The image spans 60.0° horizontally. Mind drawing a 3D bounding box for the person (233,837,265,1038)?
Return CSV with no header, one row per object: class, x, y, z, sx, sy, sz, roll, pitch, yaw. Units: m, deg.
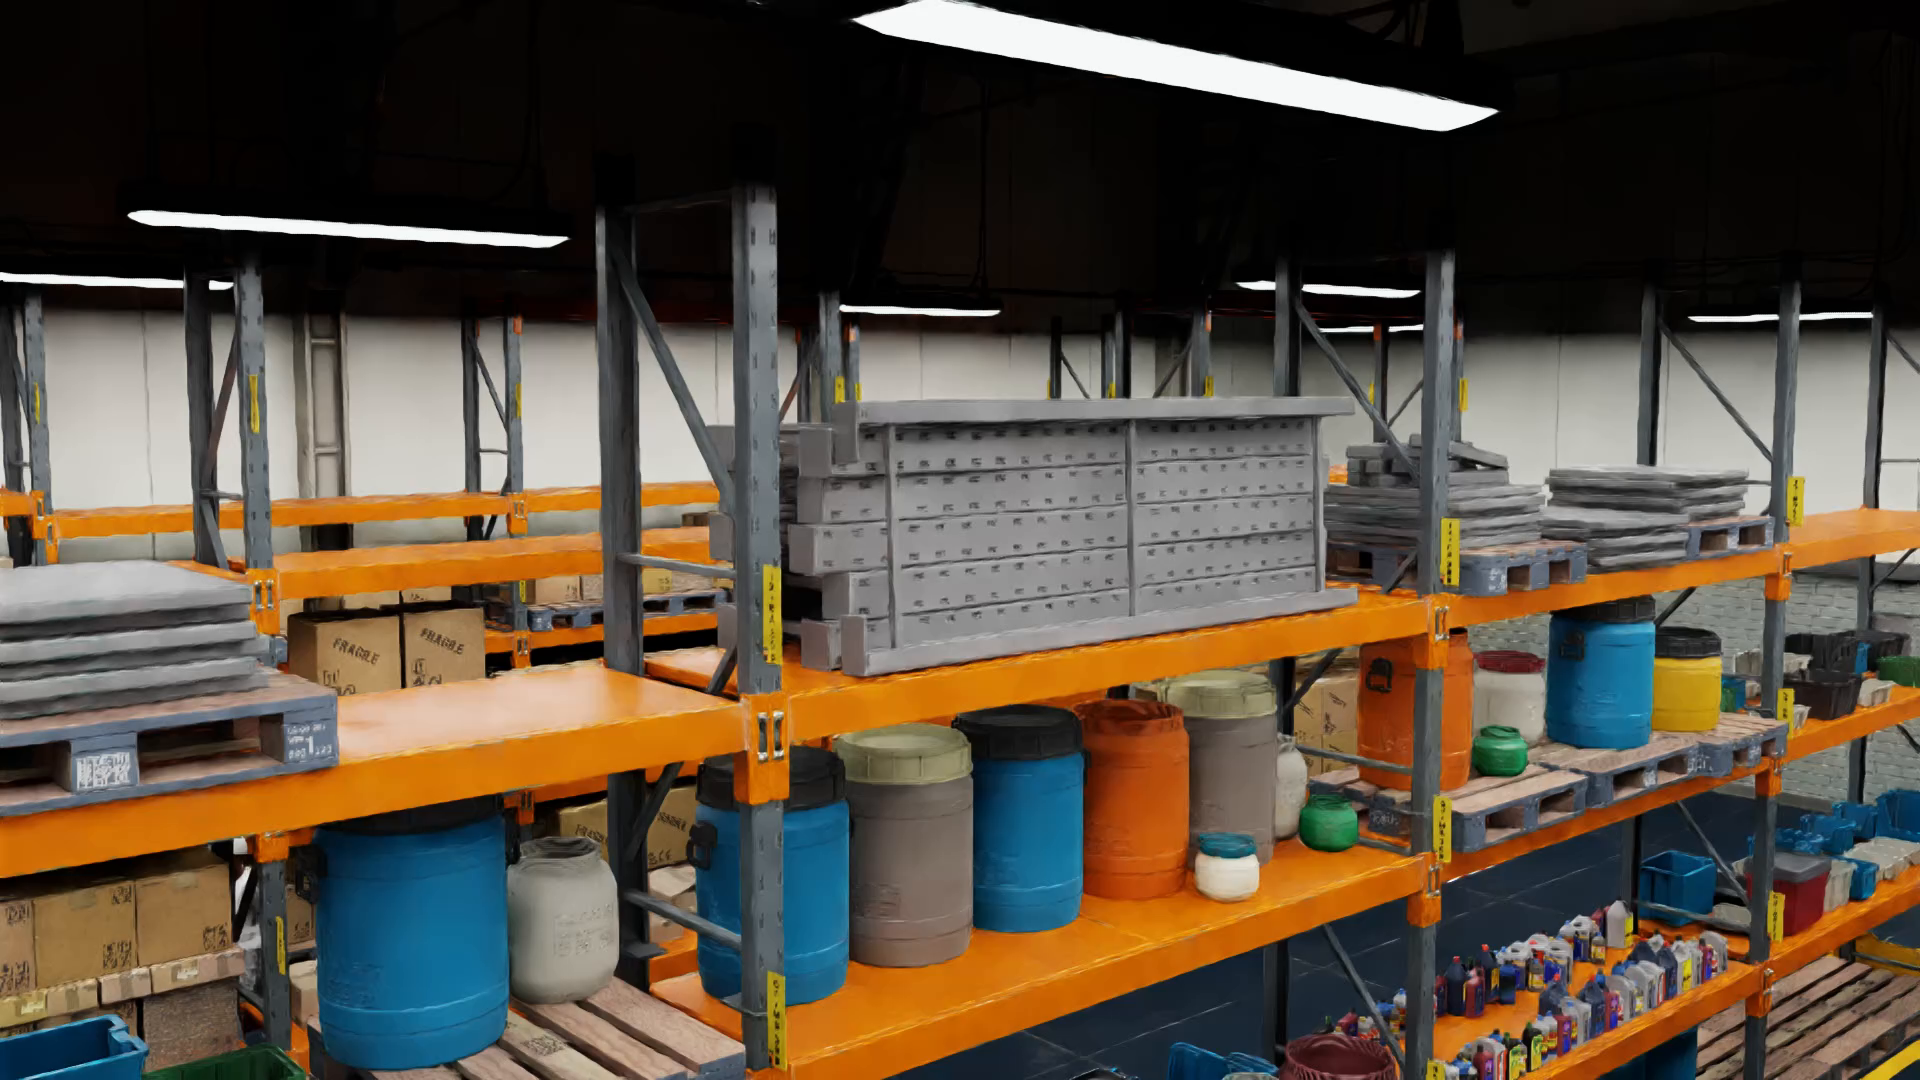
person,-5.524,3.096,12.706,0.553,1.724,1.031,5,7,40
